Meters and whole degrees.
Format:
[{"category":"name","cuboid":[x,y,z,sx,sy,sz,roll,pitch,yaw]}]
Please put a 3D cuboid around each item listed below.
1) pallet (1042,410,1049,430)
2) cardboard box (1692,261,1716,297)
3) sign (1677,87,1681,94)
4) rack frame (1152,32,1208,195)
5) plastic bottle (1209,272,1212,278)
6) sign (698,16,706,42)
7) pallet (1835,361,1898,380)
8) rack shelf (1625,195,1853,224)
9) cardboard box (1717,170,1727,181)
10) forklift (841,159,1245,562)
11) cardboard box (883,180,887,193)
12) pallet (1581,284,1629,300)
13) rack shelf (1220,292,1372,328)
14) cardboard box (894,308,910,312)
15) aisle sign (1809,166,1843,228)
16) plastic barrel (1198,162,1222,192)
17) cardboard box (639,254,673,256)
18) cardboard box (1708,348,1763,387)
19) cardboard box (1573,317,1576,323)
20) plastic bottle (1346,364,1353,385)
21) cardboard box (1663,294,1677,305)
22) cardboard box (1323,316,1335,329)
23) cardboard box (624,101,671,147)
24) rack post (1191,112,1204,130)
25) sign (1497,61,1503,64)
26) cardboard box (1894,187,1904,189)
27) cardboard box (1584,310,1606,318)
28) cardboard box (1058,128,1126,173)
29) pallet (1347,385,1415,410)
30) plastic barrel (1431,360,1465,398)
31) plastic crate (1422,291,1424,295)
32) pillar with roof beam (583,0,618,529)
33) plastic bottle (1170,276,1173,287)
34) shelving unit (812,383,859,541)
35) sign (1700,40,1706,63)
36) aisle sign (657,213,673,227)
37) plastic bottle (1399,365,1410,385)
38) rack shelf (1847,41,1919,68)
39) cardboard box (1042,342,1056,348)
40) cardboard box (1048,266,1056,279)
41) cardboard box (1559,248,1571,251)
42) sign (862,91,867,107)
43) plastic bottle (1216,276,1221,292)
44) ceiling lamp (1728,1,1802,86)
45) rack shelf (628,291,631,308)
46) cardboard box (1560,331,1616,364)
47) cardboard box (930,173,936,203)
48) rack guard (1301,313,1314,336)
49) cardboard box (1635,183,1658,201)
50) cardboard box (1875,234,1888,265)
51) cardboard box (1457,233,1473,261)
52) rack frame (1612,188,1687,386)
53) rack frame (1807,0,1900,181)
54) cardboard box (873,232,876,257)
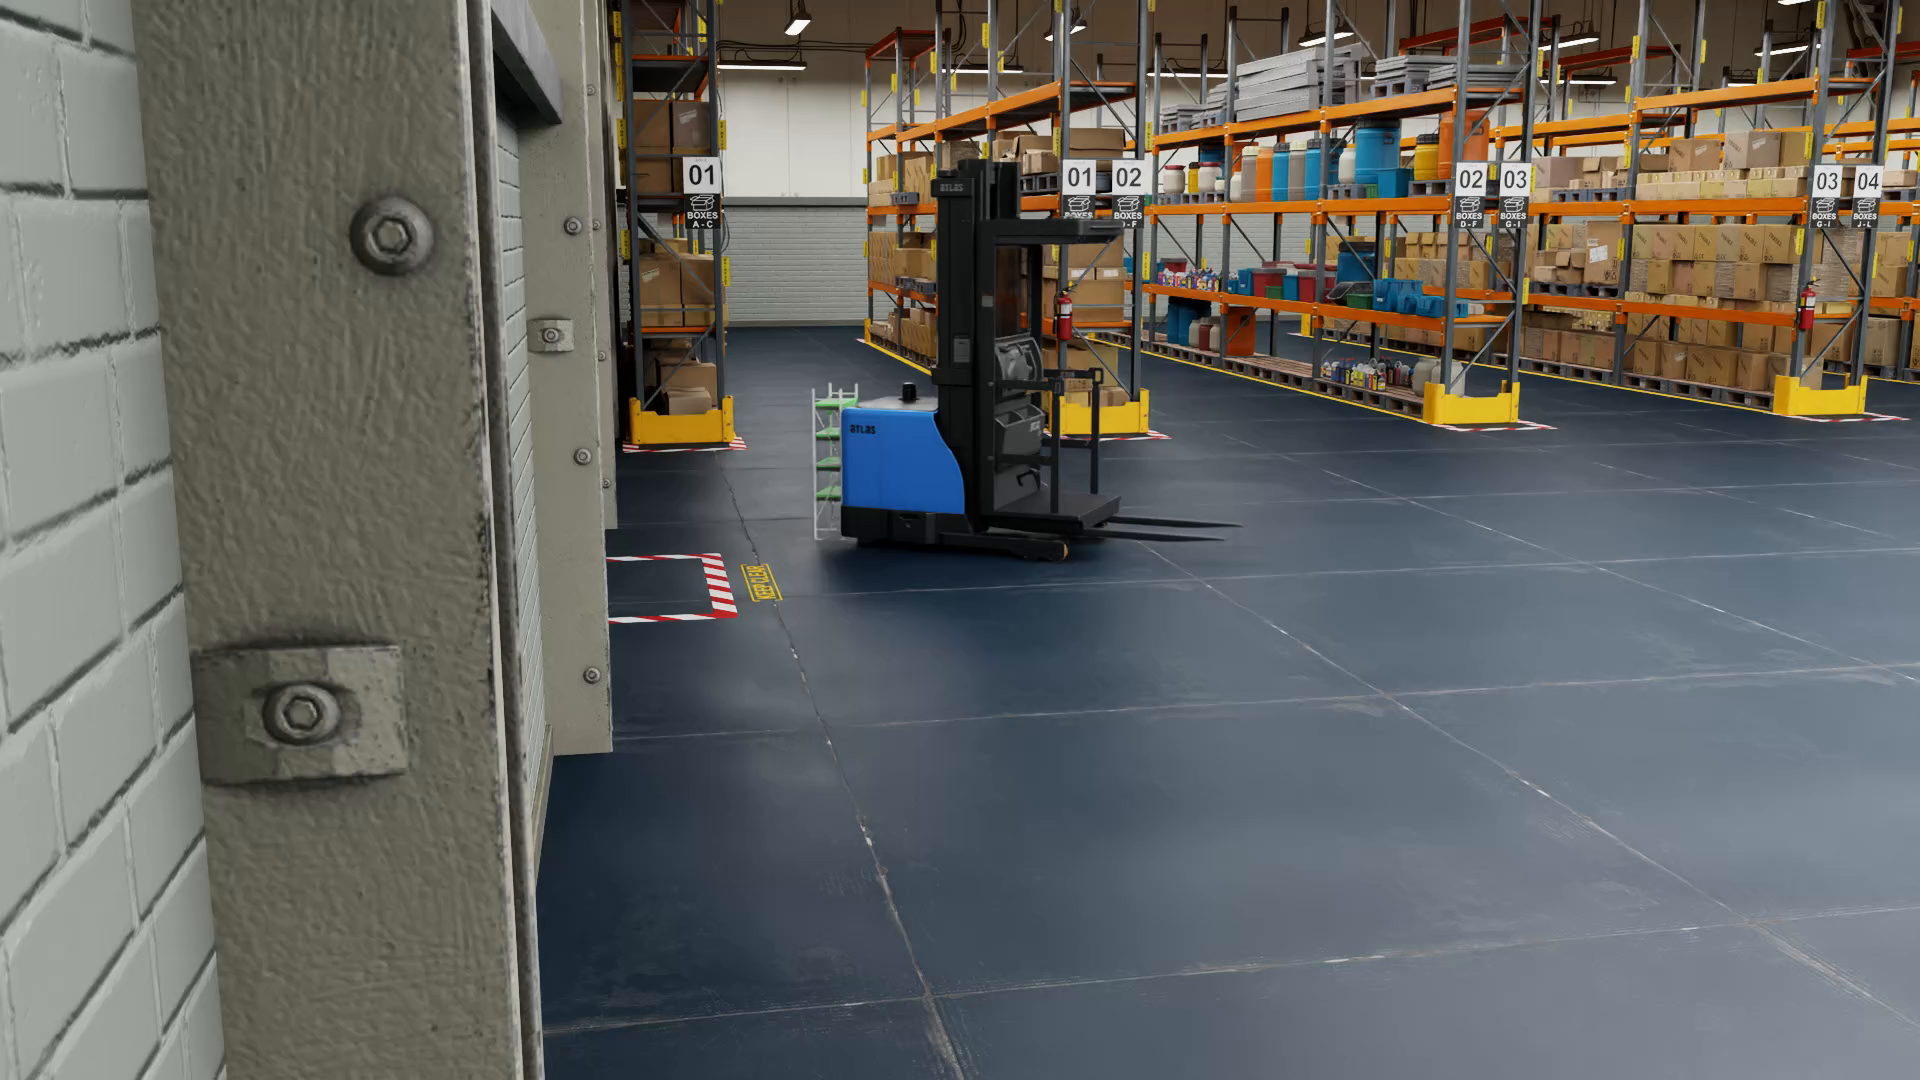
[{"category":"pallet","cuboid":[1.476,-1.551,20.778,1.003,0.211,1.213,-2,11,-11]},{"category":"cardboard box","cuboid":[10.948,-3.711,23.608,0.875,0.500,0.500,-2,11,-11]},{"category":"sign","cuboid":[14.478,-9.009,33.540,0.100,0.325,0.005,-2,11,-11]},{"category":"rack frame","cuboid":[4.191,-8.109,31.733,1.000,3.000,0.127,-2,11,-11]},{"category":"plastic bottle","cuboid":[4.662,-4.846,30.979,0.097,0.271,0.097,0,11,0]},{"category":"sign","cuboid":[-3.435,-6.796,22.123,0.100,0.325,0.005,-2,11,-11]},{"category":"pallet","cuboid":[15.267,-2.806,27.372,1.003,0.211,1.213,-2,11,-11]},{"category":"rack shelf","cuboid":[10.995,-4.628,23.391,1.077,0.370,4.000,-2,11,-11]},{"category":"cardboard box","cuboid":[10.770,-5.067,23.110,0.380,0.149,0.250,-3,11,-14]},{"category":"forklift","cuboid":[0.639,-1.385,12.637,3.031,2.935,1.130,4,12,21]},{"category":"cardboard box","cuboid":[-1.218,-6.891,32.420,0.500,0.250,0.500,-2,11,-11]},{"category":"pallet","cuboid":[10.600,-3.926,26.314,1.003,0.211,1.213,-2,11,-11]},{"category":"rack shelf","cuboid":[5.358,-3.708,26.580,1.077,0.370,4.000,-2,11,-11]},{"category":"cardboard box","cuboid":[-1.099,-4.613,34.922,0.500,0.500,0.500,-2,11,-11]},{"category":"aisle sign","cuboid":[11.102,-4.396,21.317,0.394,0.787,0.004,-2,11,-11]},{"category":"plastic barrel","cuboid":[4.477,-6.495,29.787,0.433,0.535,0.433,0,11,0]},{"category":"cardboard box","cuboid":[-4.084,-3.545,22.142,0.500,0.500,0.500,-2,11,-12]},{"category":"cardboard box","cuboid":[11.026,-2.459,23.653,0.500,0.500,0.500,-1,11,-6]},{"category":"cardboard box","cuboid":[13.374,-4.745,35.811,0.380,0.149,0.250,-3,11,-14]},{"category":"plastic bottle","cuboid":[5.525,-2.347,23.592,0.061,0.283,0.133,-2,11,-8]},{"category":"cardboard box","cuboid":[10.530,-3.517,24.324,0.380,0.149,0.250,-2,11,-11]},{"category":"cardboard box","cuboid":[8.475,-5.124,36.653,0.875,0.875,0.875,-2,11,-11]},{"category":"cardboard box","cuboid":[-3.533,-4.694,18.819,0.500,0.500,0.500,-2,11,-8]},{"category":"rack post","cuboid":[4.710,-7.497,29.854,0.937,0.300,0.954,-1,11,-5]},{"category":"sign","cuboid":[9.284,-8.071,28.614,0.100,0.325,0.005,-2,11,-11]},{"category":"cardboard box","cuboid":[18.783,-6.968,32.999,0.396,0.266,0.258,-1,11,-6]},{"category":"cardboard box","cuboid":[13.492,-4.799,35.298,0.380,0.149,0.250,-2,11,-9]},{"category":"cardboard box","cuboid":[1.558,-4.686,20.000,0.797,0.503,0.637,-1,11,-7]},{"category":"pallet","cuboid":[6.078,-1.976,23.013,1.003,0.211,1.213,-2,11,-11]},{"category":"plastic barrel","cuboid":[6.322,-2.063,21.544,0.421,0.512,0.421,0,11,0]},{"category":"plastic crate","cuboid":[6.229,-3.428,23.585,0.499,0.251,0.616,-2,11,-11]},{"category":"pillar with roof beam","cuboid":[1.213,-4.701,13.827,9.100,9.000,0.400,-2,11,-11]},{"category":"plastic bottle","cuboid":[3.994,-4.858,31.231,0.097,0.201,0.097,0,11,0]},{"category":"shelving unit","cuboid":[-0.990,-0.632,13.310,0.258,1.200,0.503,2,11,11]},{"category":"sign","cuboid":[11.142,-7.336,24.962,0.100,0.325,0.005,-2,11,-11]},{"category":"aisle sign","cuboid":[-6.024,-6.836,34.140,0.394,0.787,0.004,-2,11,-11]},{"category":"plastic bottle","cuboid":[6.283,-2.341,23.580,0.152,0.276,0.135,-2,11,-10]},{"category":"rack shelf","cuboid":[19.160,-9.562,32.402,1.077,0.370,4.000,-2,11,-11]},{"category":"cardboard box","cuboid":[1.061,-2.276,21.357,0.500,0.500,0.500,-2,11,-11]},{"category":"cardboard box","cuboid":[1.303,-3.307,20.548,0.380,0.149,0.250,-2,11,-12]},{"category":"cardboard box","cuboid":[13.290,-6.060,35.948,0.500,0.500,0.500,-2,11,-12]},{"category":"sign","cuboid":[-1.978,-9.141,34.447,0.100,0.325,0.005,-2,11,-11]},{"category":"plastic bottle","cuboid":[4.472,-4.430,28.759,0.061,0.283,0.133,-2,11,-11]},{"category":"ceiling lamp","cuboid":[20.056,-12.839,40.972,2.000,3.185,0.800,-2,11,-11]},{"category":"rack shelf","cuboid":[-5.137,-4.081,28.542,1.077,0.370,4.000,-2,11,-11]},{"category":"cardboard box","cuboid":[10.324,-3.167,27.322,0.700,0.500,0.500,-3,11,-16]},{"category":"cardboard box","cuboid":[-0.008,-5.850,27.621,0.910,0.500,0.500,-2,11,-11]},{"category":"rack guard","cuboid":[8.267,-4.852,37.352,1.175,0.500,0.348,-2,11,-11]},{"category":"cardboard box","cuboid":[10.442,-5.183,24.783,0.500,0.250,0.500,-3,11,-13]},{"category":"cardboard box","cuboid":[15.286,-4.762,27.252,0.700,0.500,0.500,-2,11,-12]},{"category":"cardboard box","cuboid":[9.577,-5.405,30.619,0.797,0.503,0.637,-2,11,-10]},{"category":"rack frame","cuboid":[10.606,-3.875,25.532,1.000,3.000,0.127,-2,11,-11]},{"category":"rack frame","cuboid":[11.384,-6.088,21.117,1.000,3.000,0.127,-2,11,-11]},{"category":"cardboard box","cuboid":[-1.509,-6.070,34.123,0.500,0.500,0.500,-2,11,-10]}]
